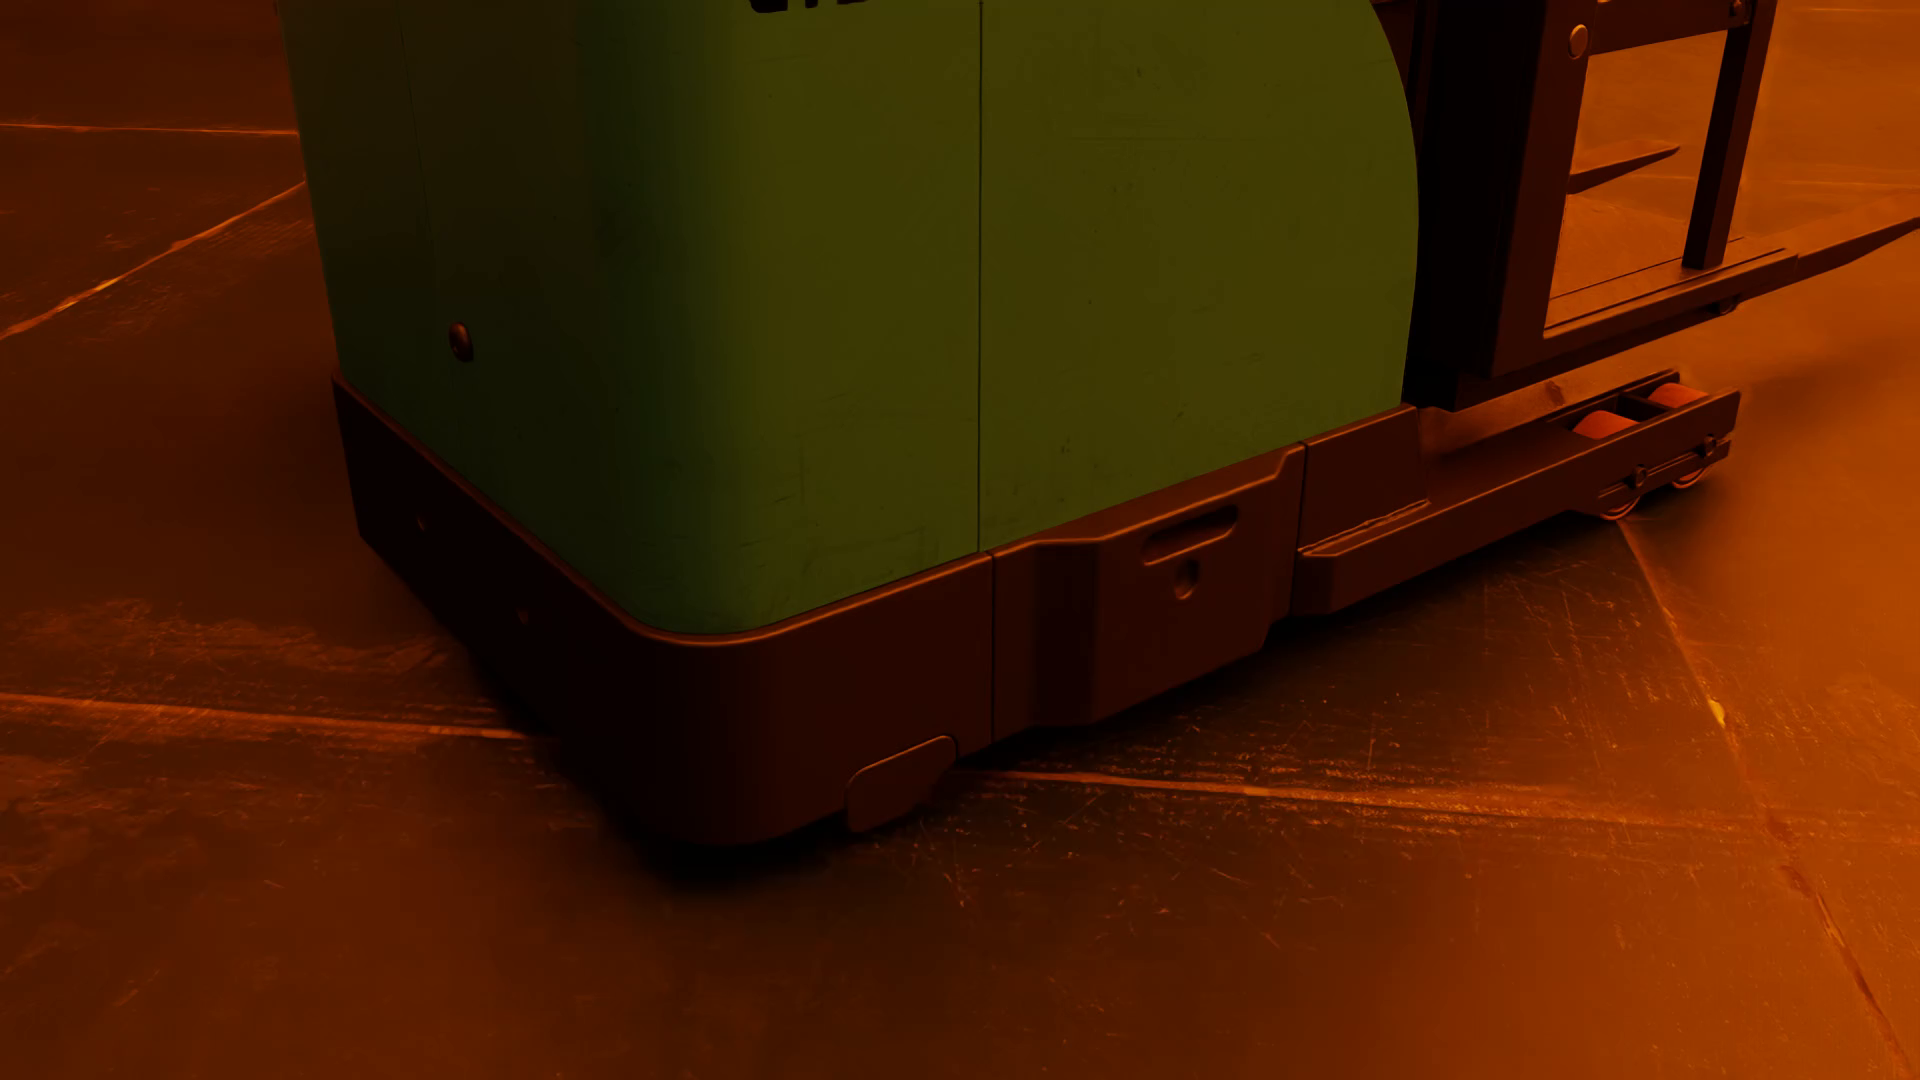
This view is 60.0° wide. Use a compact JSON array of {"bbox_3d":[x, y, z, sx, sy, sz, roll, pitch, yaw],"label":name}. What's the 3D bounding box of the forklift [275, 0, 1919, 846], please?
[{"bbox_3d":[0.618,-1.509,2.243,3.031,2.935,1.130,-19,32,-33],"label":"forklift"}]
